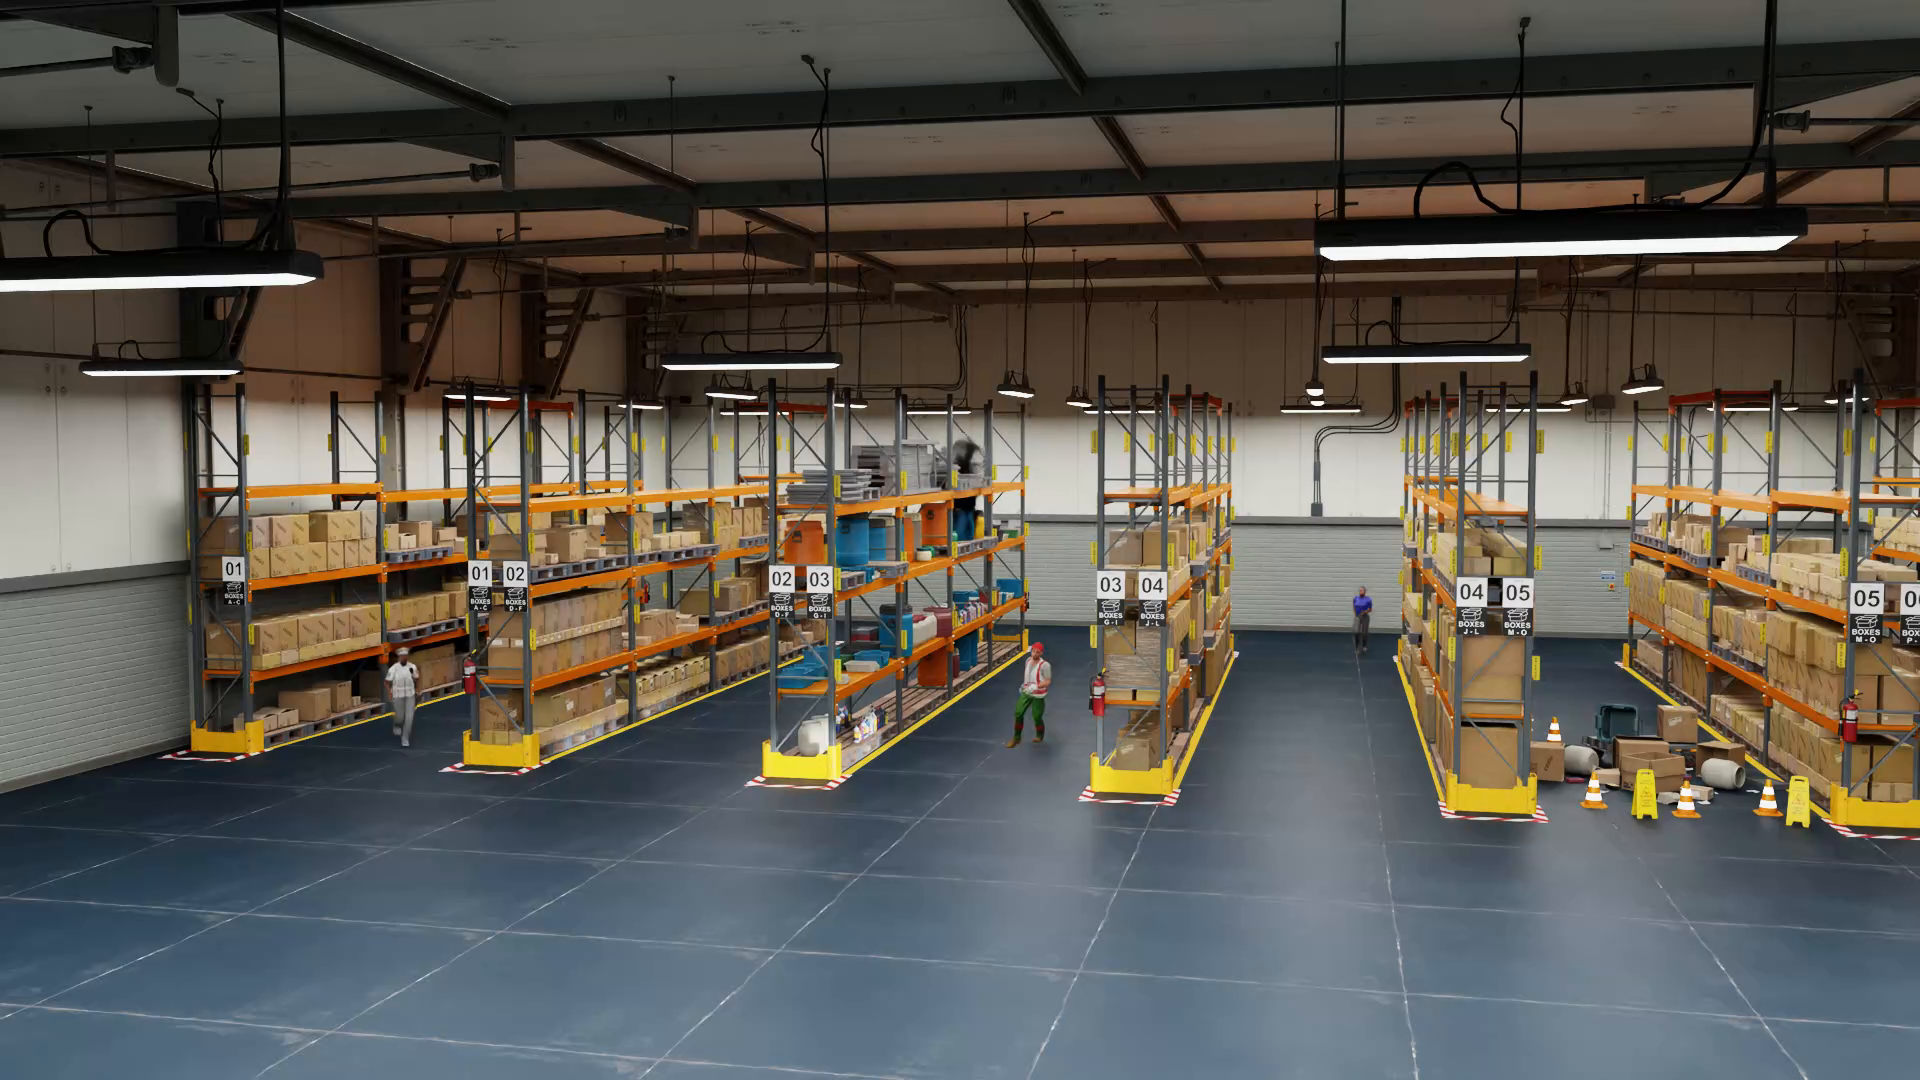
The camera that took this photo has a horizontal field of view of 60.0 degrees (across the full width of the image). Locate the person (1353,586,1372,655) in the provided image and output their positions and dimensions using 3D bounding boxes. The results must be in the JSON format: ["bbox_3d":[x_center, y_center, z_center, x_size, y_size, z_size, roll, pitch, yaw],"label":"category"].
[{"bbox_3d":[9.608,1.928,39.710,0.470,1.670,0.804,1,3,19],"label":"person"}]

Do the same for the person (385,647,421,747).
[{"bbox_3d":[-9.296,2.597,27.767,0.586,1.653,0.653,-2,4,-28],"label":"person"}]

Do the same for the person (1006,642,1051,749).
[{"bbox_3d":[1.205,2.539,27.287,0.717,1.751,0.834,2,4,32],"label":"person"}]
